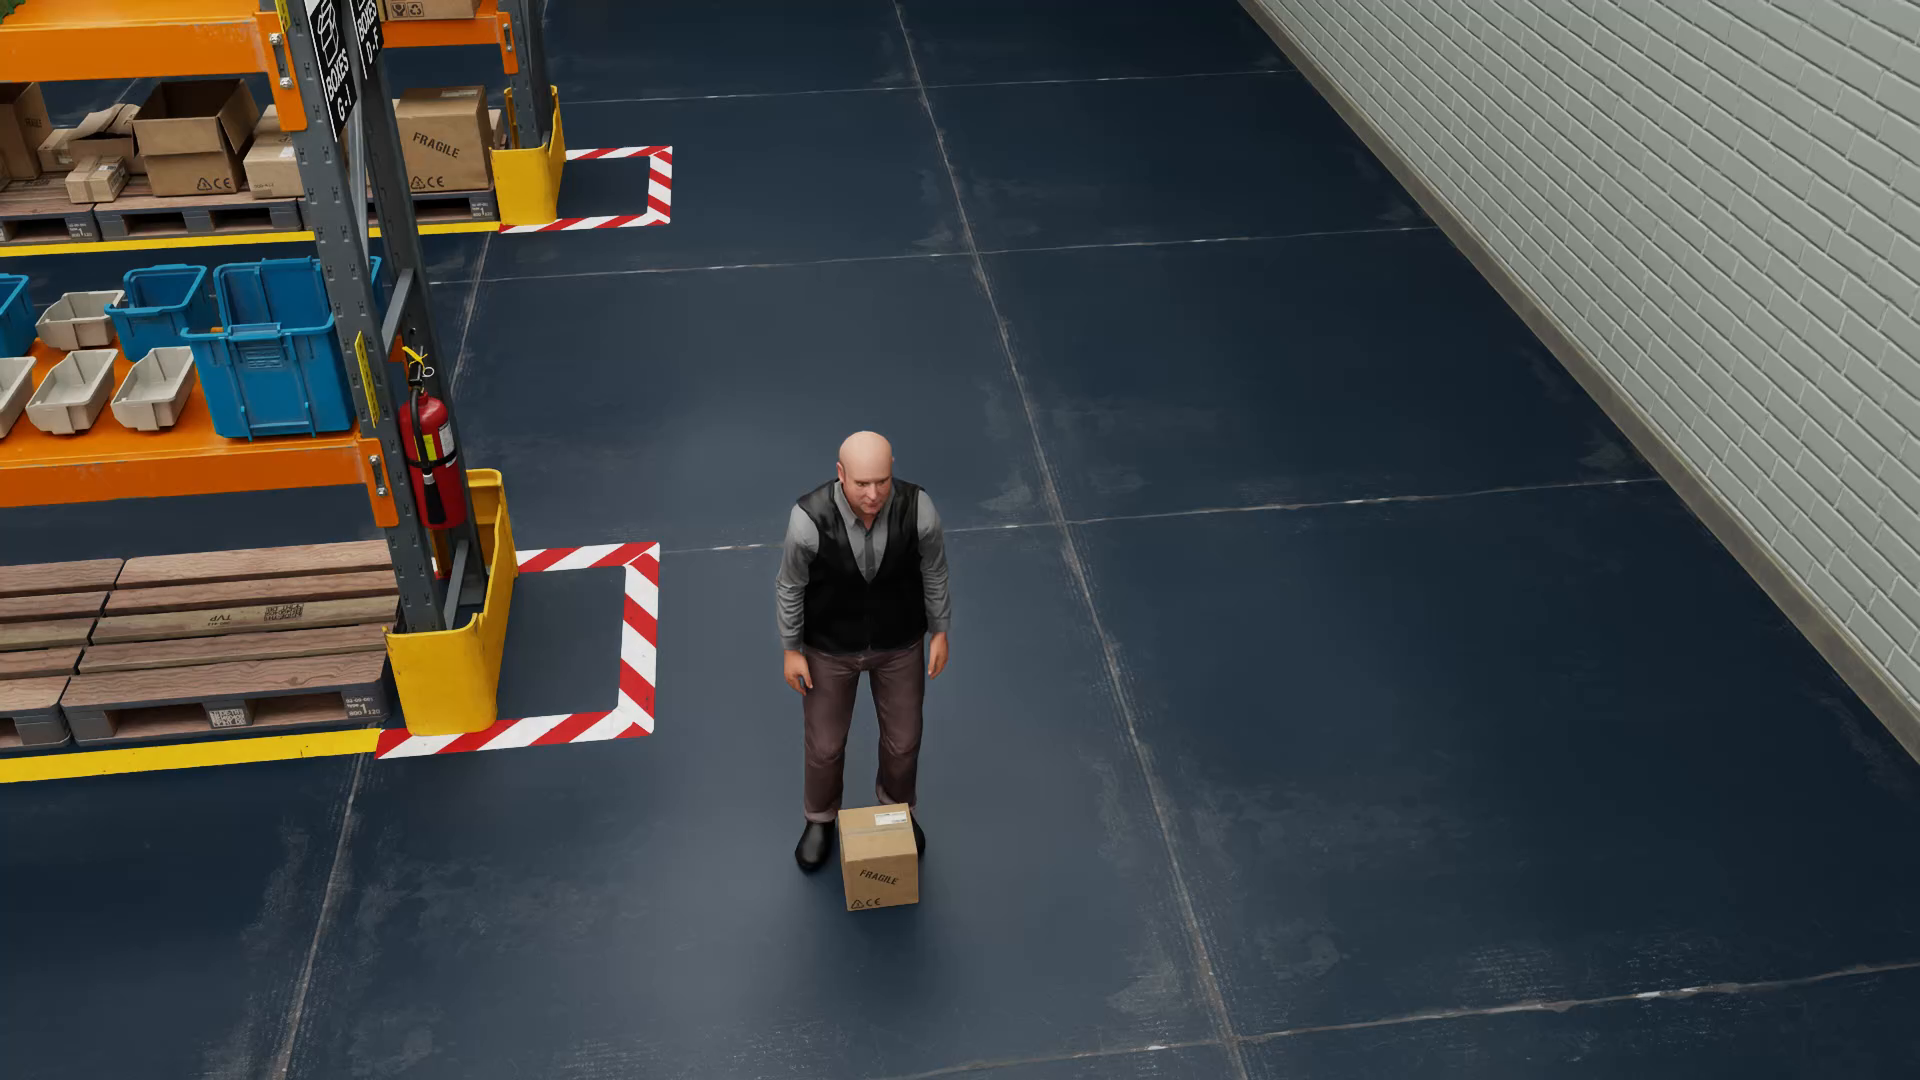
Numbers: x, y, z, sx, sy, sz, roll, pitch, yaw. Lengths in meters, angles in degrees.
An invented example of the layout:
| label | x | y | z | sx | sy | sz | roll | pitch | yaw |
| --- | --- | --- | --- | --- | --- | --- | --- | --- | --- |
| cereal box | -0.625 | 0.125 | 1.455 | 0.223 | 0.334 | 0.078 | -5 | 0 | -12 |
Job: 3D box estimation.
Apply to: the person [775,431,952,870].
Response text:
| label | x | y | z | sx | sy | sz | roll | pitch | yaw |
| --- | --- | --- | --- | --- | --- | --- | --- | --- | --- |
| person | -0.324 | 0.349 | 5.658 | 0.594 | 1.722 | 0.414 | -6 | 35 | -9 |
